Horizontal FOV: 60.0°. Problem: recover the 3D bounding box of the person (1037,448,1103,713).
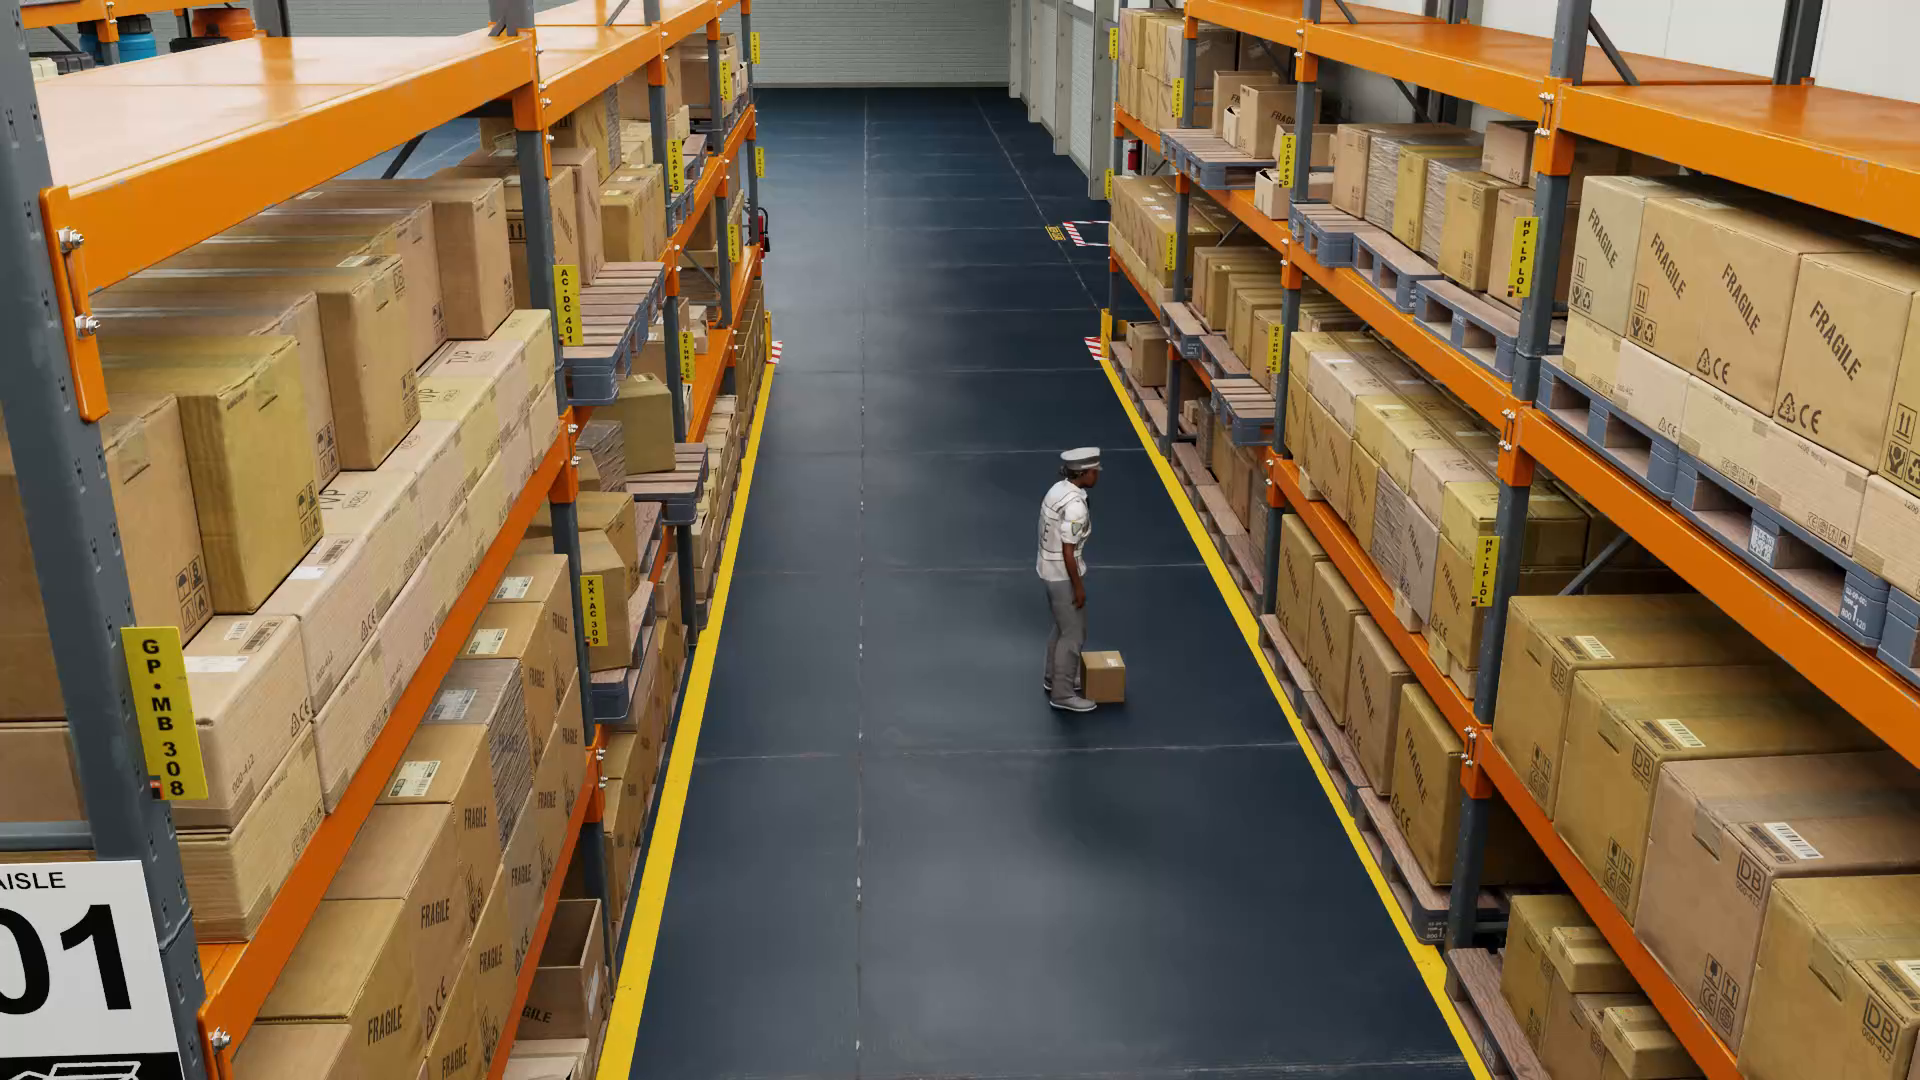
[{"bbox_3d":[0.687,0.231,10.460,0.397,1.659,0.522,-2,21,-4],"label":"person"}]
